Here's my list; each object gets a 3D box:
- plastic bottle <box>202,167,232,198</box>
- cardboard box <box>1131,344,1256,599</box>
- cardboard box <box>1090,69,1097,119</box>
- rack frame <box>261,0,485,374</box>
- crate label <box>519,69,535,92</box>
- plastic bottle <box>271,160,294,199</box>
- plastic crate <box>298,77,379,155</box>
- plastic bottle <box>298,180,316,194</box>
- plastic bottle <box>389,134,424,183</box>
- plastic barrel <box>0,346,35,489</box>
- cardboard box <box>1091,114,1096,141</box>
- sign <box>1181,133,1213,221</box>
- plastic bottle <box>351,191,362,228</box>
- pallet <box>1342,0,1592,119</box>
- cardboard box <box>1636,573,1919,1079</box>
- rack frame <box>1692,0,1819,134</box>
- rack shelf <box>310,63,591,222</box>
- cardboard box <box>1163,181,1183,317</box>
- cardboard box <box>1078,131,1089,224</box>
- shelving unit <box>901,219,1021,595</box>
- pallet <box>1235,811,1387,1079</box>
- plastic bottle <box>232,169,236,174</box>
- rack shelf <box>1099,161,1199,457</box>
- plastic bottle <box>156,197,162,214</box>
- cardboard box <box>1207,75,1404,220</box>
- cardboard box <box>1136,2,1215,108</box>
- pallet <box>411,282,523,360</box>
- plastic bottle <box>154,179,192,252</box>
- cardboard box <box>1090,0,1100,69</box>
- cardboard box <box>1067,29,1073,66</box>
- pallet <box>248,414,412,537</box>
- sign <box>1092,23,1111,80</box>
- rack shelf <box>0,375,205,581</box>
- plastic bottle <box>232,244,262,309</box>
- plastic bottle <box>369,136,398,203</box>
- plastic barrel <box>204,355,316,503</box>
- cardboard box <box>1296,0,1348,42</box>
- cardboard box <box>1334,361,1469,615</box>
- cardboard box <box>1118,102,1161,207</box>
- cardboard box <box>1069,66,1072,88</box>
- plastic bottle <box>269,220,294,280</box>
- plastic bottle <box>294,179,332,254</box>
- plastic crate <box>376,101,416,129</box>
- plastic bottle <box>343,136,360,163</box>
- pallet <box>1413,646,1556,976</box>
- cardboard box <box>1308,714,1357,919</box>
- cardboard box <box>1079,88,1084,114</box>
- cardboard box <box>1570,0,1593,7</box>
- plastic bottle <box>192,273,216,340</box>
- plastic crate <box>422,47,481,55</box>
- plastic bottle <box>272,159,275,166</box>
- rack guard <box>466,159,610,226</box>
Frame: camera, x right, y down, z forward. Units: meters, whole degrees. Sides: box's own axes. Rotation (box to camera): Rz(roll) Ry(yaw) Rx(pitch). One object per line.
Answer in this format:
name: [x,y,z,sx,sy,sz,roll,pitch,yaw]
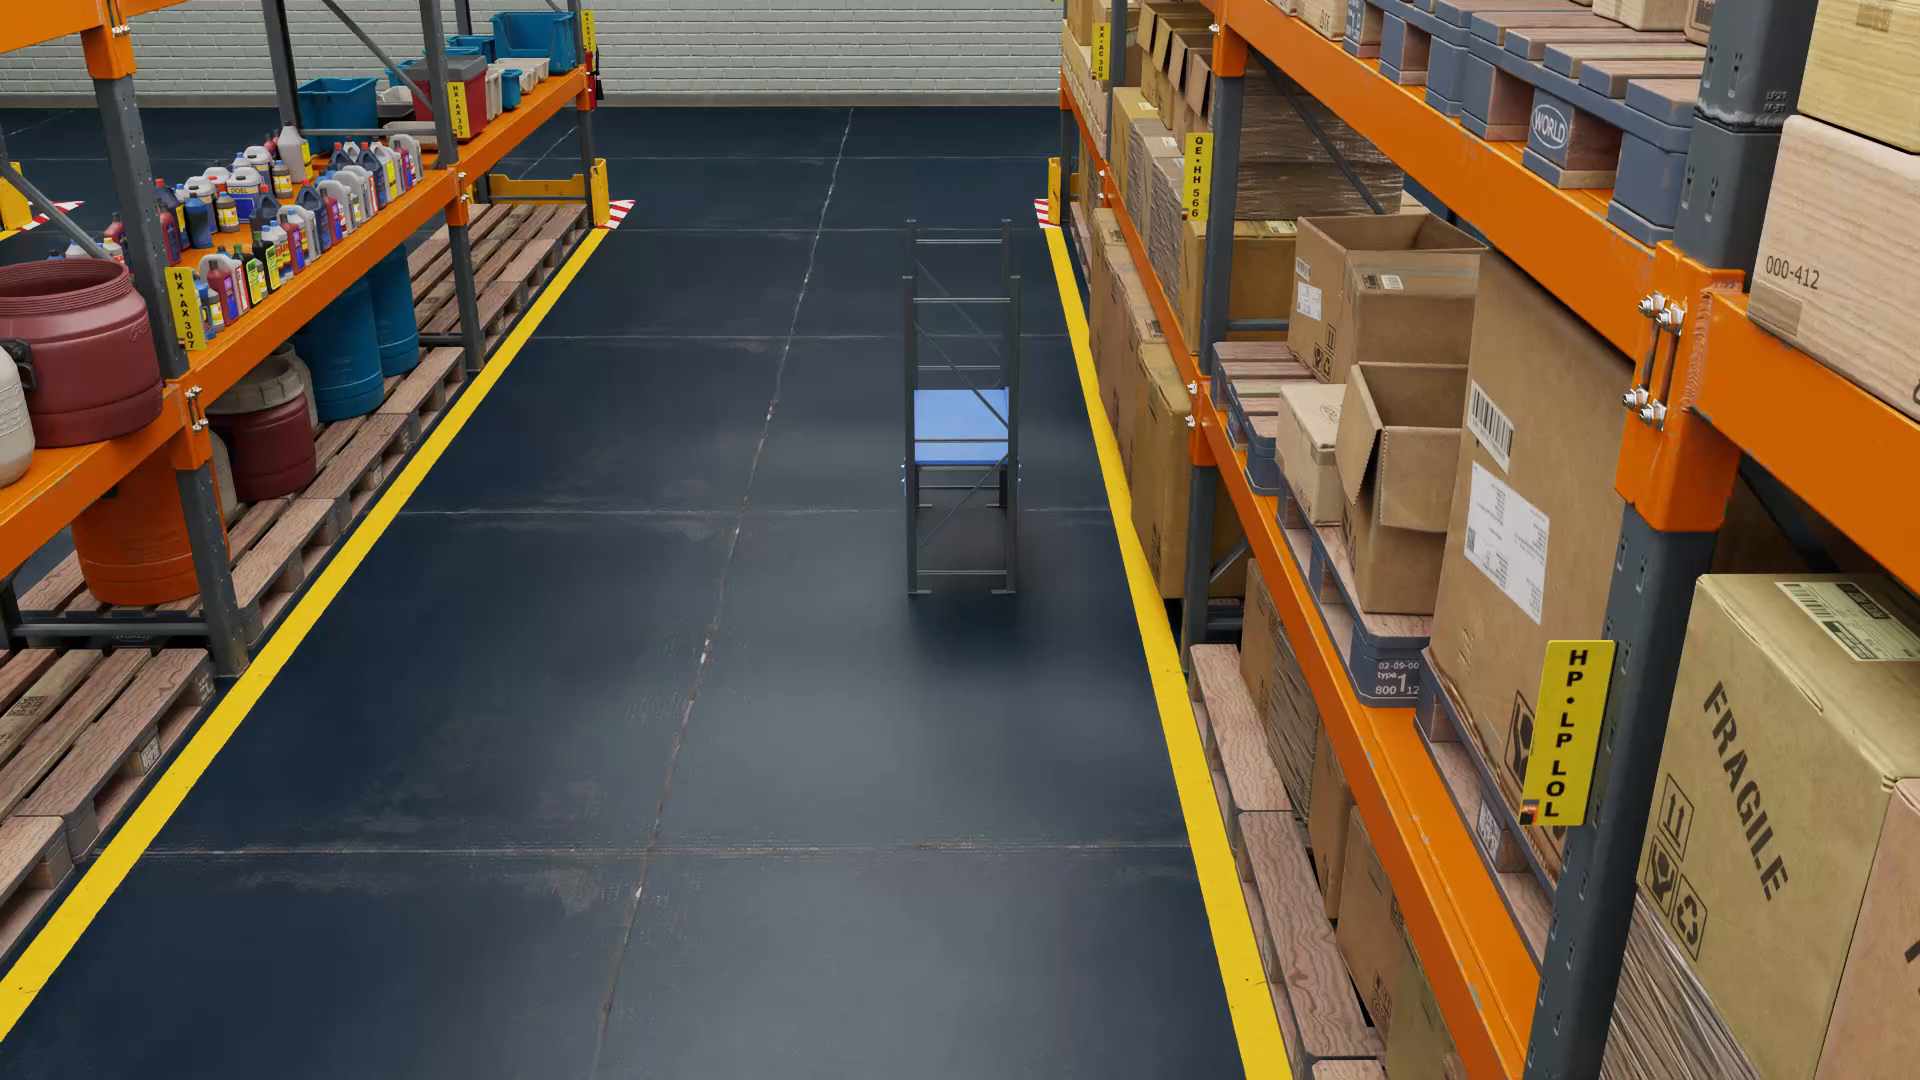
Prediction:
plastic bottle: [-3.925,-1.821,8.788,0.152,0.276,0.135,0,24,-1]
cardboard box: [1.451,-0.334,7.416,1.225,0.875,0.875,-1,24,-3]
cardboard box: [1.119,-2.935,10.921,0.500,0.250,0.500,0,24,1]
rack frame: [-3.559,-2.452,10.031,1.000,3.000,0.127,0,24,-1]
crate label: [-3.396,-3.438,12.459,0.396,0.136,0.243,0,24,-1]
plastic bottle: [-3.806,-2.026,9.331,0.097,0.201,0.097,0,24,0]
plastic crate: [-3.905,-2.663,10.444,0.392,0.384,0.575,0,24,-1]
plastic bottle: [-3.342,-1.715,8.557,0.097,0.271,0.097,0,24,0]
plastic bottle: [-3.231,-2.234,9.701,0.152,0.276,0.135,0,24,-1]
plastic barrel: [-3.290,-0.432,5.429,0.421,0.512,0.421,0,24,0]
cardboard box: [1.057,-2.696,10.875,0.380,0.149,0.250,-1,24,-1]
sign: [0.883,-1.350,6.189,0.100,0.325,0.005,0,24,-1]
plastic bottle: [-3.192,-1.739,8.696,0.097,0.201,0.097,0,24,0]
pallet: [1.567,-1.141,3.721,1.213,0.211,1.003,0,24,-1]
cardboard box: [1.232,0.372,2.091,0.500,0.500,0.500,0,24,-1]
rack frame: [1.481,-1.911,1.555,1.000,3.000,0.127,0,24,-1]
rack shelf: [-3.581,-2.948,12.002,1.077,0.370,4.000,0,24,-1]
cardboard box: [1.185,-1.279,7.317,0.500,0.500,0.500,0,24,-1]
cardboard box: [1.437,-3.082,13.494,0.875,0.875,0.875,0,24,-1]
shelving unit: [0.001,-0.648,7.863,0.538,1.500,1.048,0,24,-1]
pallet: [1.455,1.268,5.190,1.003,0.211,1.213,0,24,-1]
plastic bottle: [-3.956,-1.930,9.119,0.097,0.201,0.097,0,24,0]
rack shelf: [1.416,-1.322,8.407,1.077,0.370,4.000,0,24,-1]
plastic bottle: [-3.901,-1.518,8.107,0.061,0.283,0.133,0,24,-1]
cardboard box: [1.446,-1.630,6.875,0.797,0.503,0.637,1,24,1]
cardboard box: [1.409,-2.714,9.271,0.797,0.503,0.637,-1,24,-2]
pallet: [-3.606,-1.484,11.275,1.003,0.211,1.213,0,24,-1]
plastic bottle: [-3.922,-1.614,8.238,0.144,0.351,0.185,0,24,-1]
cardboard box: [1.120,-3.278,10.768,0.500,0.500,0.500,0,24,0]
cardboard box: [1.098,-3.776,12.781,0.500,0.250,0.500,-1,24,-1]
pallet: [-3.576,-0.359,8.788,1.003,0.211,1.213,0,24,-1]
sign: [0.839,-2.902,9.879,0.100,0.325,0.005,0,24,-1]
rack shelf: [-3.493,0.348,4.713,1.077,0.370,4.000,0,24,-1]
plastic bottle: [-3.157,-1.176,7.352,0.061,0.283,0.133,0,24,-1]
plastic bottle: [-3.221,-2.052,9.207,0.144,0.351,0.185,0,24,-1]
plastic barrel: [-3.550,-0.563,8.272,0.600,0.588,0.708,0,24,-1]
cardboard box: [1.209,-1.506,4.482,0.500,0.250,0.500,0,24,1]
cardboard box: [1.370,-0.130,4.262,0.797,0.503,0.637,2,24,5]
cardboard box: [1.155,-2.122,9.180,0.500,0.500,0.500,0,24,0]
cardboard box: [1.036,-3.542,12.745,0.380,0.149,0.250,-1,24,-1]
plastic bottle: [-3.181,-1.353,7.759,0.097,0.271,0.097,0,24,0]
plastic bottle: [-3.209,-1.598,8.204,0.144,0.351,0.185,0,24,-1]
plastic crate: [-3.840,-2.814,11.093,0.437,0.125,0.590,0,24,-1]
plastic bottle: [-3.366,-2.051,9.206,0.144,0.351,0.185,0,24,-1]
pallet: [1.618,0.594,3.529,1.003,0.211,1.213,0,24,-1]
cardboard box: [1.497,0.851,5.229,0.700,0.500,0.500,2,24,4]
cardboard box: [1.047,-3.118,11.810,0.380,0.149,0.250,0,24,0]
cardboard box: [1.564,-1.365,3.353,0.797,0.503,0.637,1,24,2]
plastic bottle: [-3.170,-0.973,6.917,0.097,0.271,0.097,0,24,0]
plastic crate: [-3.922,-3.677,12.870,0.416,0.233,0.300,0,24,-1]
plastic bottle: [-3.960,-2.106,9.507,0.097,0.201,0.097,0,24,0]
rack guard: [-3.616,-2.971,14.212,1.175,0.500,0.348,0,24,-1]
